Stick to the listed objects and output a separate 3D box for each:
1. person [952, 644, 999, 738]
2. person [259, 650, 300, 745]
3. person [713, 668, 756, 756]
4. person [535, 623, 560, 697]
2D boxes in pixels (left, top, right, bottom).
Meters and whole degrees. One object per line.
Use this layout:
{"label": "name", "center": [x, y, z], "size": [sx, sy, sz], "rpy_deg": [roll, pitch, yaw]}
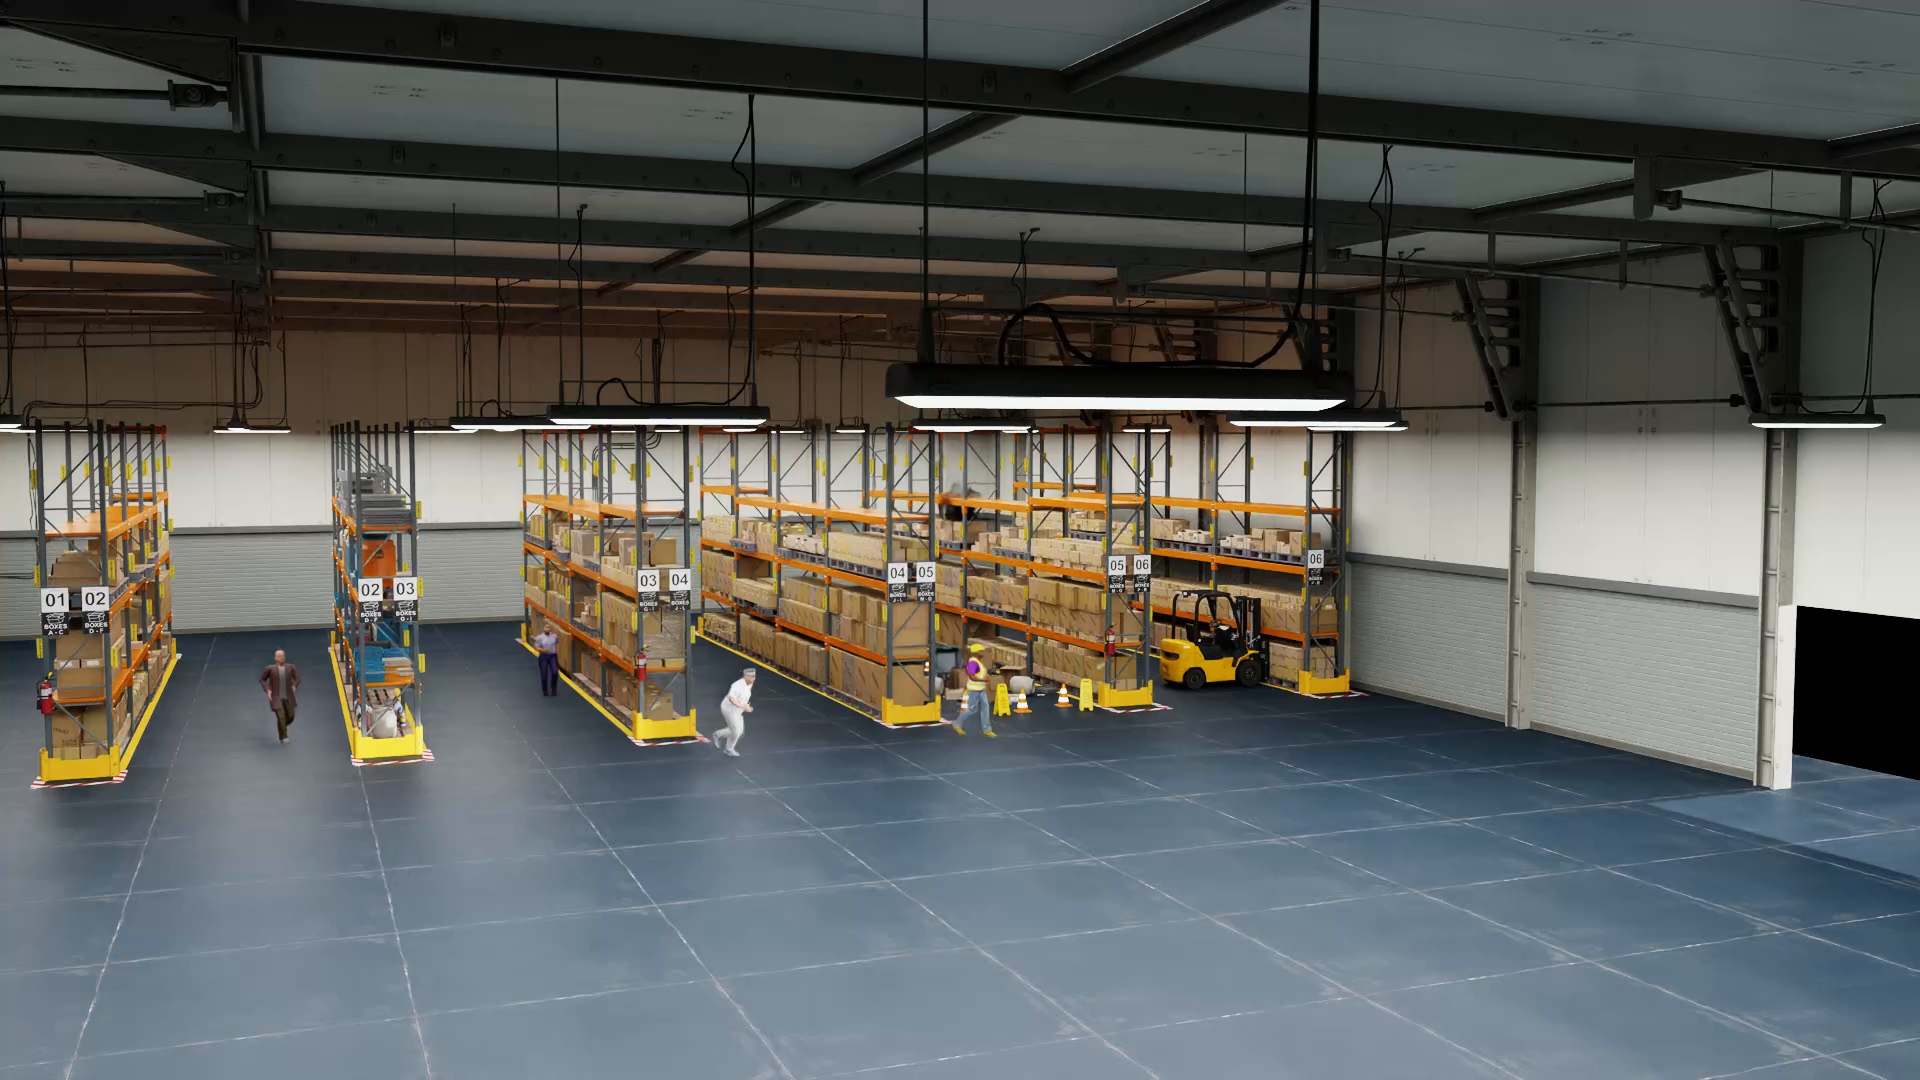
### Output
{"label": "person", "center": [0.283, 2.863, 31.556], "size": [0.894, 1.789, 0.688], "rpy_deg": [1, 4, 16]}
{"label": "person", "center": [-12.650, 2.916, 30.967], "size": [0.704, 1.735, 0.724], "rpy_deg": [-2, 4, -34]}
{"label": "person", "center": [-4.048, 3.081, 29.874], "size": [0.885, 1.598, 0.673], "rpy_deg": [1, 4, 20]}
{"label": "person", "center": [-9.018, 2.627, 36.450], "size": [0.579, 1.629, 0.643], "rpy_deg": [-1, 4, -23]}
